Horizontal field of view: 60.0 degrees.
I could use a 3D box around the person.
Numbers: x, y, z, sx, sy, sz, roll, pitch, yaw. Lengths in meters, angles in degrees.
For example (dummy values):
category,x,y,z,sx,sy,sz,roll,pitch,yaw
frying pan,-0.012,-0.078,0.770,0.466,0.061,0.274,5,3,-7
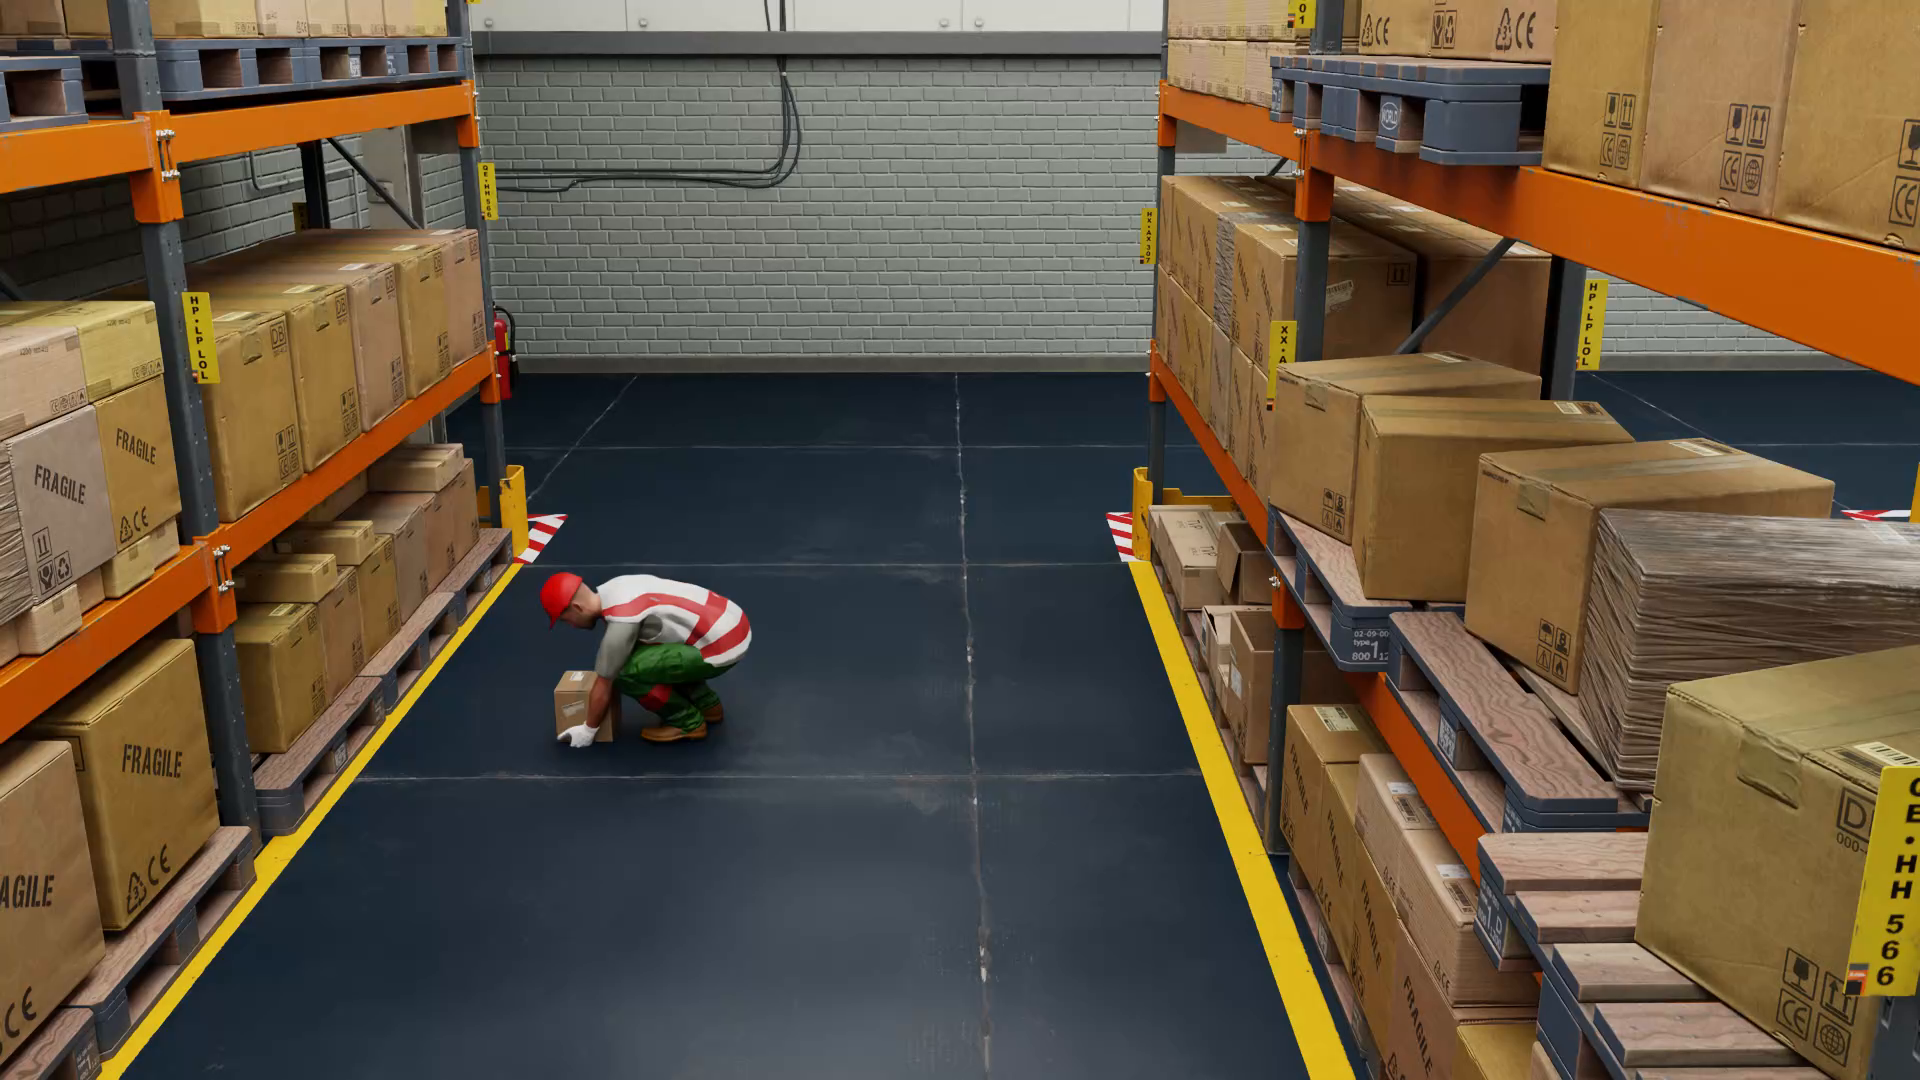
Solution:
category,x,y,z,sx,sy,sz,roll,pitch,yaw
person,-1.413,0.551,7.576,0.923,0.878,0.545,0,17,-1
